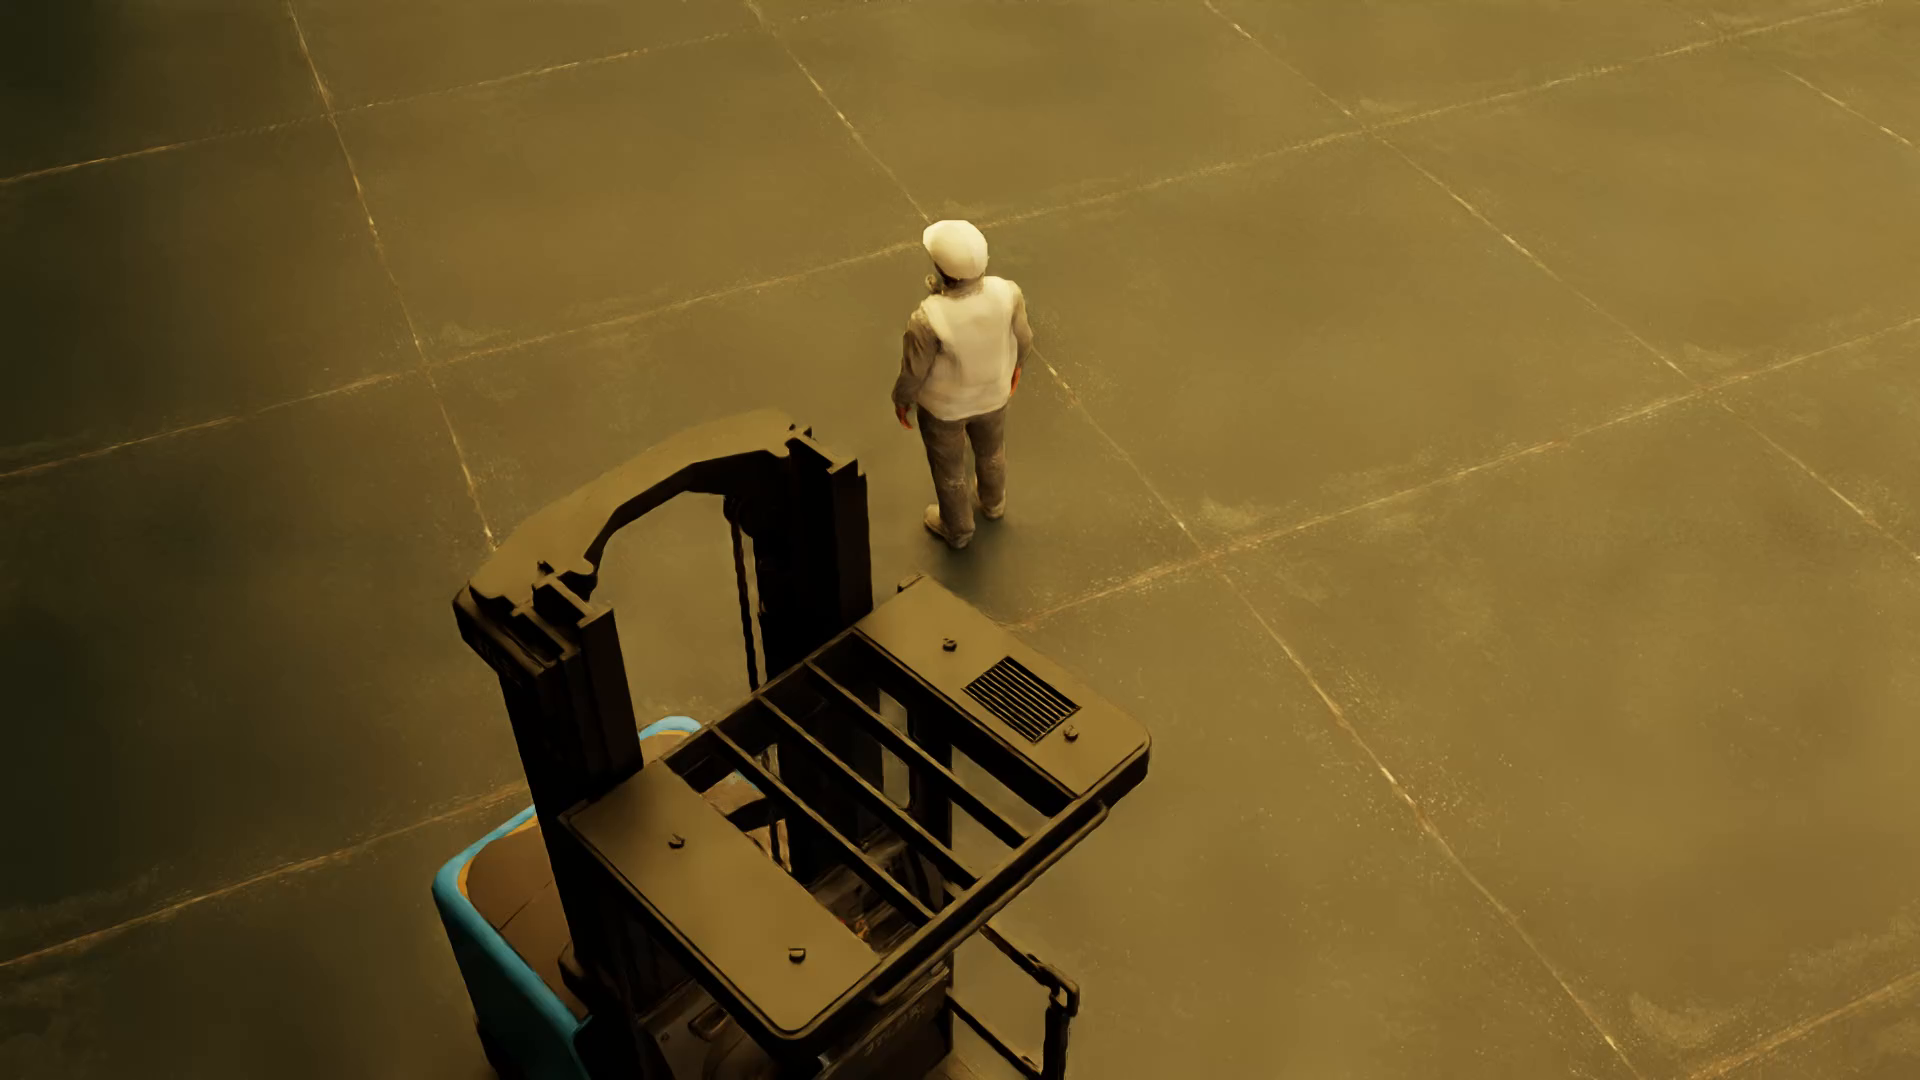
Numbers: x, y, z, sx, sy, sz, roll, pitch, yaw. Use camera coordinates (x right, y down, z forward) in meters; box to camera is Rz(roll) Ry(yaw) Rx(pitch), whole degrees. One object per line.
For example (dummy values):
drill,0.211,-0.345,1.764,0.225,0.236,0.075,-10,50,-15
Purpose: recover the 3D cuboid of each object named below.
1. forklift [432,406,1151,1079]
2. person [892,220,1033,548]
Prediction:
forklift,-0.262,1.229,4.363,1.130,2.935,3.031,-34,53,-31
person,-0.019,-0.695,7.262,0.632,1.773,0.567,-18,46,-18
